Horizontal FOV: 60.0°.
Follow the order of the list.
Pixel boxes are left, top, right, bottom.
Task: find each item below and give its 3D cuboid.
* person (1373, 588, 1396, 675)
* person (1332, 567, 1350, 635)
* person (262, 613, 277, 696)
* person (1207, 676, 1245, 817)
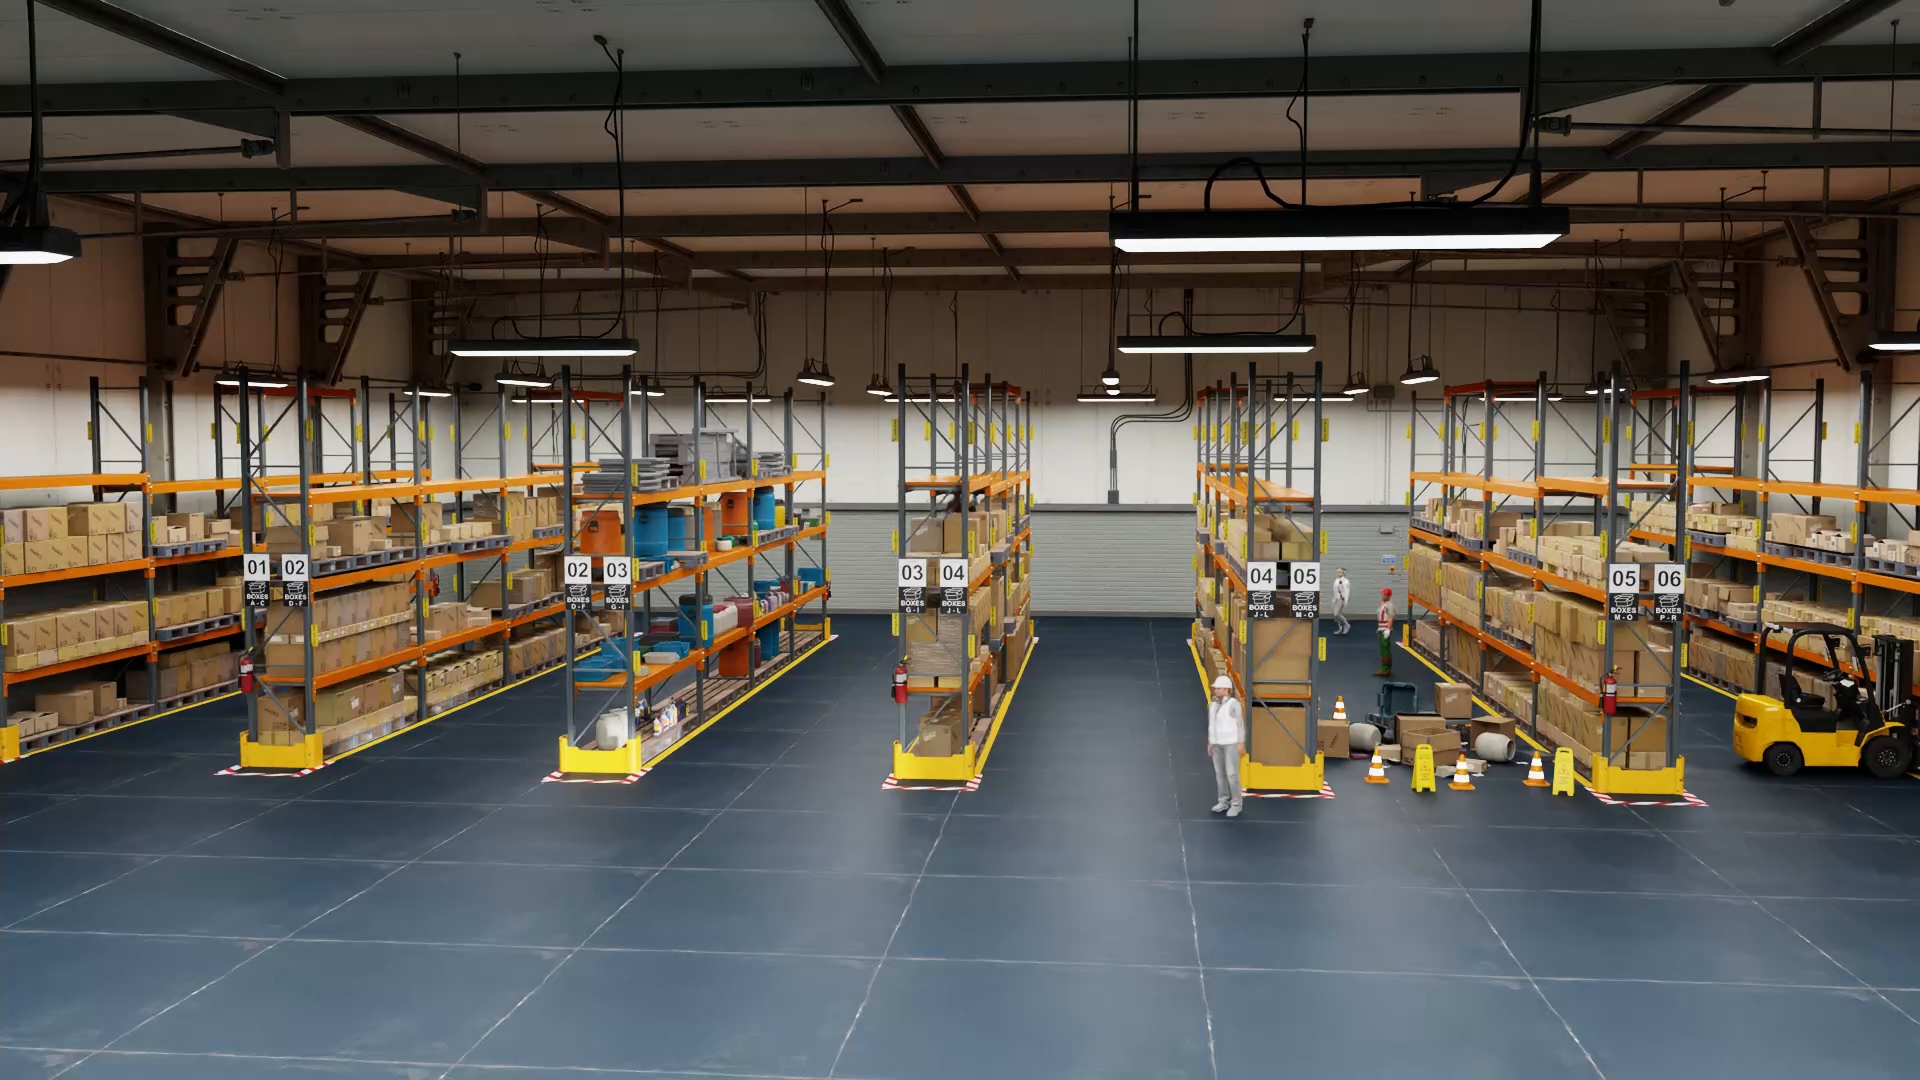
[{"bbox_3d":[8.836,1.896,34.593,0.433,1.792,0.609,1,4,15],"label":"person"},{"bbox_3d":[9.421,1.499,41.236,0.421,1.682,0.445,-1,4,-9],"label":"person"},{"bbox_3d":[-12.784,2.169,31.016,0.472,1.679,0.444,3,5,43],"label":"person"},{"bbox_3d":[3.491,2.715,21.998,0.409,1.815,0.608,-3,5,-39],"label":"person"}]
